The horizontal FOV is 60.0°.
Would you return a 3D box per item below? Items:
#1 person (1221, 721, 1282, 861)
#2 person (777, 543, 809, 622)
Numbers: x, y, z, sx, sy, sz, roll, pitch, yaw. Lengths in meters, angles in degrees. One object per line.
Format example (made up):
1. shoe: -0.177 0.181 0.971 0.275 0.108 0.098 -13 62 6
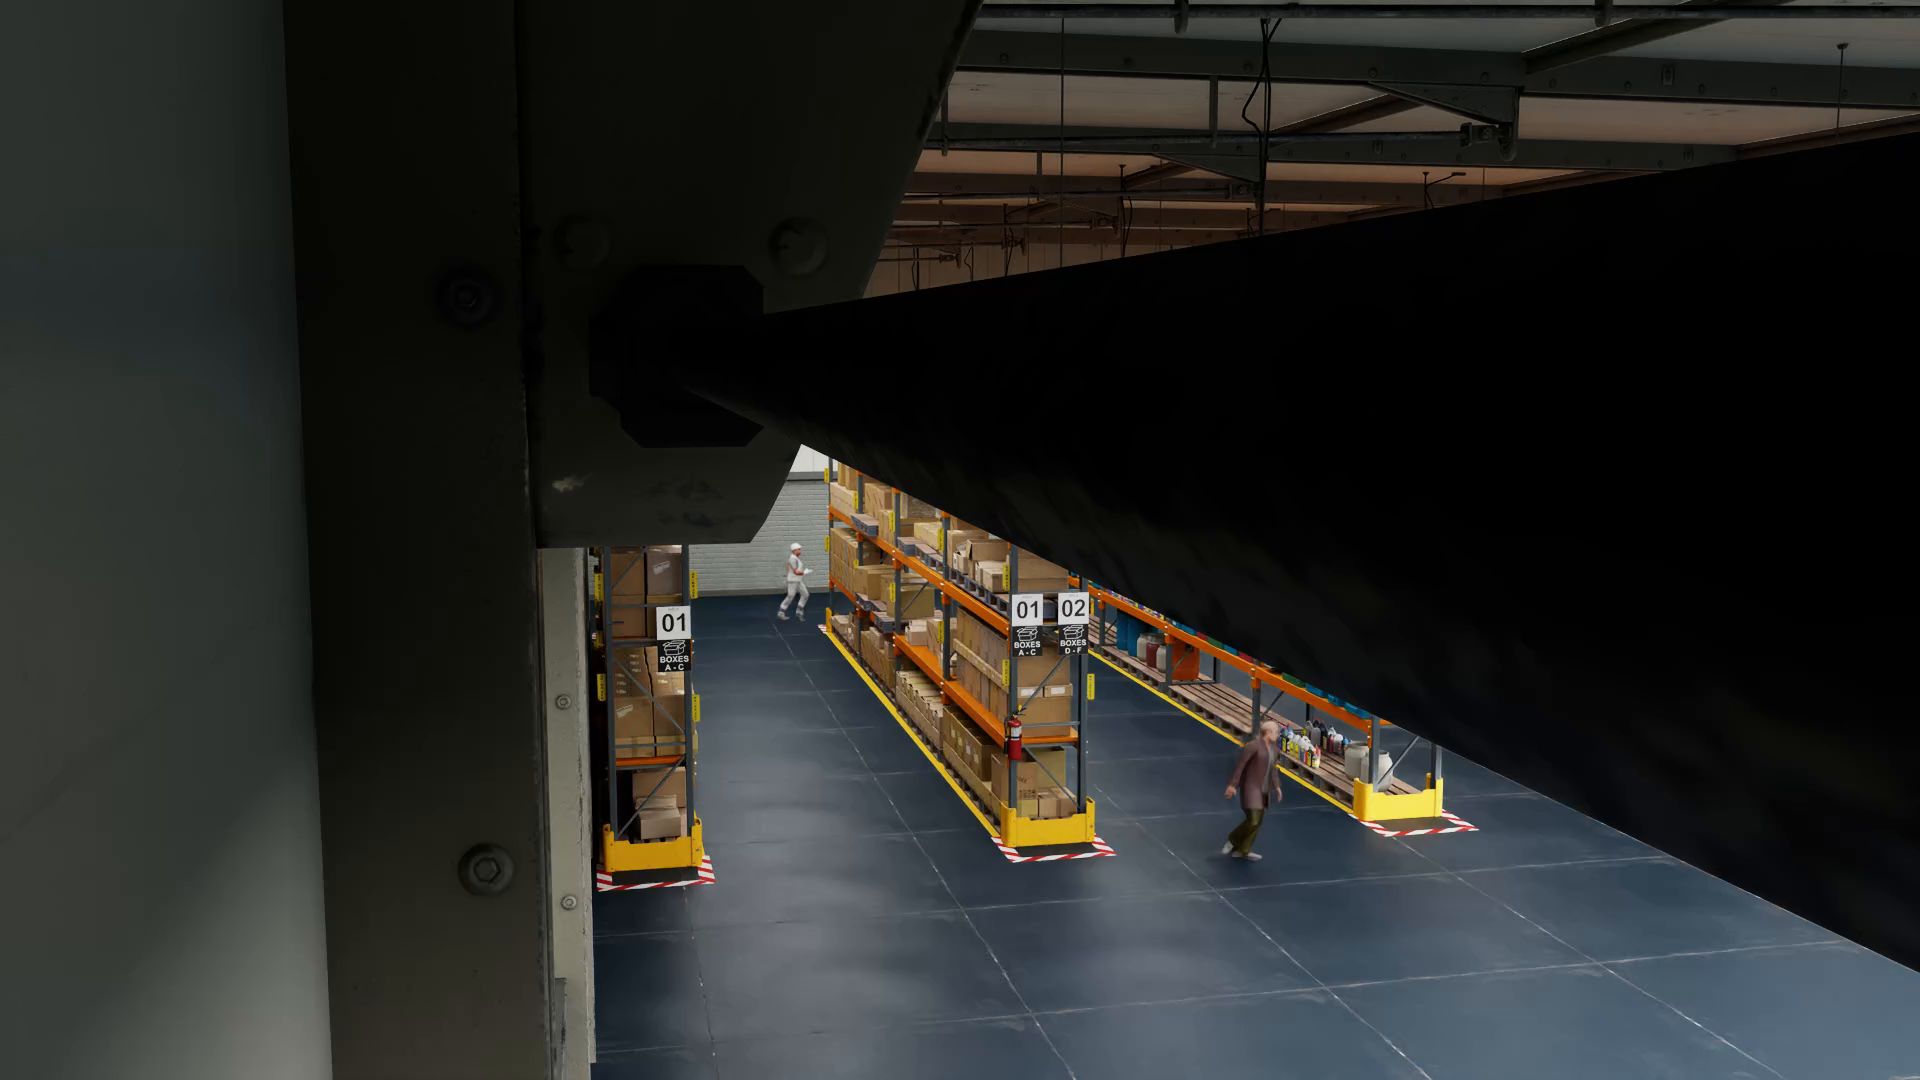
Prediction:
1. person: 3.574 3.063 20.353 0.560 1.745 0.742 6 9 43
2. person: -3.787 0.979 37.650 0.713 1.827 0.641 1 7 5
